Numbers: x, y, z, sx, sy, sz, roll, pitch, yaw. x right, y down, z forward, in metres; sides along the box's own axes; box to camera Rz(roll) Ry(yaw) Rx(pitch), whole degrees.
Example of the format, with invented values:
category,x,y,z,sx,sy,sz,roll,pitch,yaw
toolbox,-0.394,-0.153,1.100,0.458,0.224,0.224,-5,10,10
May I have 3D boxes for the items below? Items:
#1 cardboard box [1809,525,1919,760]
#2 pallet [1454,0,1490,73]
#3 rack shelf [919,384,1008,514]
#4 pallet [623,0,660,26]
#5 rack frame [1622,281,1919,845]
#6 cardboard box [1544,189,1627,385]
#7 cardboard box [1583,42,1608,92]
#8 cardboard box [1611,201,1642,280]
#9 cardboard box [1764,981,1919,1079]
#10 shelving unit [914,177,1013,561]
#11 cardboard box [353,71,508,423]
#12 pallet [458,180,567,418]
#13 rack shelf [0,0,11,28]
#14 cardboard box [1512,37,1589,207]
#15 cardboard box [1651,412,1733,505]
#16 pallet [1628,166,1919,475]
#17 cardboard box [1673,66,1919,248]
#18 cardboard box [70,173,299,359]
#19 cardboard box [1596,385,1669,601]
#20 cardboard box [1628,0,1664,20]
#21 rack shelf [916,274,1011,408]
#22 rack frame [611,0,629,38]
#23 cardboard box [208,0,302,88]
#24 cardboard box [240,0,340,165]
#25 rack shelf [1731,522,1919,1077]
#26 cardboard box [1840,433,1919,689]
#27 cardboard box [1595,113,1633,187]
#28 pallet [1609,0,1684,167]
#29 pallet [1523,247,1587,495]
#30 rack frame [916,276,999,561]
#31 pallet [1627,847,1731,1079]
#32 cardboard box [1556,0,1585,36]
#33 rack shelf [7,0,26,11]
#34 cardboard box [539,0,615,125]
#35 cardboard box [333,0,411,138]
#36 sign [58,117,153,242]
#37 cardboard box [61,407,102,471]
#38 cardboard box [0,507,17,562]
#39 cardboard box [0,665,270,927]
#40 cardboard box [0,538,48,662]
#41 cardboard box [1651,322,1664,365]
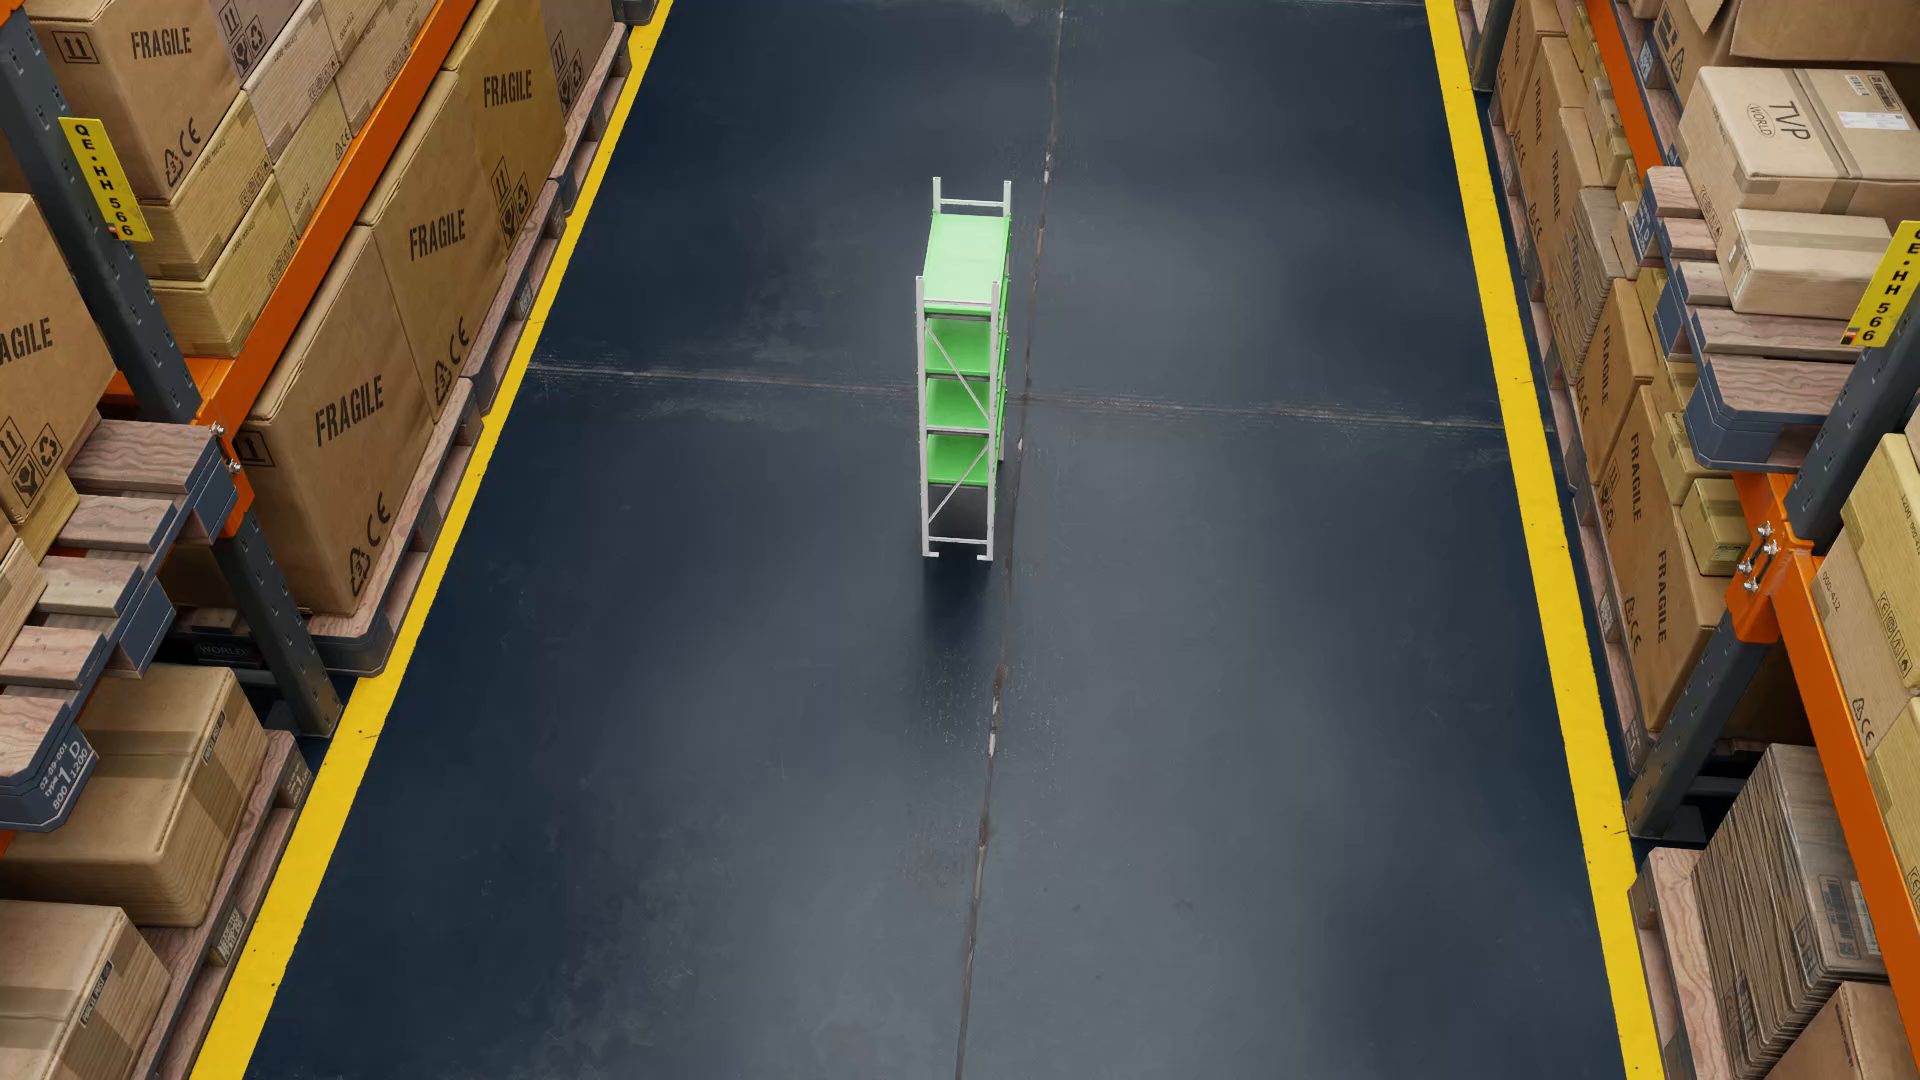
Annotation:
category,x,y,z,sx,sy,sz,roll,pitch,yaw
cardboard box,2.208,0.224,3.614,0.500,0.250,0.500,4,48,4
pallet,2.920,-2.639,8.021,1.003,0.211,1.213,4,48,4
rack shelf,0.015,-0.322,5.643,0.258,0.148,0.480,4,48,4
pallet,-1.940,-3.019,8.368,1.003,0.211,1.213,4,48,4
rack frame,2.492,-0.136,3.842,1.000,3.000,0.127,4,48,4
cardboard box,2.446,-0.894,5.945,0.500,0.500,0.500,2,48,2
cardboard box,2.587,-1.747,6.285,0.380,0.149,0.250,3,48,3
cardboard box,2.433,-1.006,5.607,0.380,0.149,0.250,2,48,2
cardboard box,2.369,1.461,3.705,0.875,0.625,0.625,5,48,5
shelving unit,0.015,-0.527,5.419,0.258,1.200,0.503,4,48,4
cardboard box,-2.221,-1.049,5.832,0.875,0.875,0.875,4,48,4
pallet,-2.191,-0.995,6.517,1.003,0.211,1.213,4,48,4
rack shelf,-2.634,0.233,1.959,1.077,0.370,4.000,4,48,4
cardboard box,2.549,-1.642,6.628,0.500,0.500,0.500,3,48,3
cardboard box,2.278,-0.236,4.903,0.380,0.149,0.250,2,48,2
pallet,2.484,-0.574,4.373,1.213,0.211,1.003,4,48,4
cardboard box,2.265,-1.025,4.471,0.500,0.250,0.500,2,48,2
cardboard box,-2.157,-0.760,4.514,0.500,0.250,0.500,3,48,3
cardboard box,2.372,-0.127,5.243,0.500,0.500,0.500,3,48,3
cardboard box,2.471,-1.954,5.152,0.700,0.500,0.500,4,48,3
rack shelf,0.015,-0.645,5.289,0.258,0.148,0.480,4,48,4
rack frame,-2.087,-3.407,6.833,1.000,3.000,0.127,4,48,4
cardboard box,-2.128,-1.550,4.389,0.500,0.500,0.500,4,48,4
cardboard box,-2.111,-1.321,4.688,0.500,0.250,0.500,5,48,4
rack shelf,2.309,1.576,2.763,1.077,0.370,4.000,4,48,4
cardboard box,2.183,0.053,3.431,0.500,0.250,0.500,4,48,3
cardboard box,2.502,-1.383,5.952,0.380,0.149,0.250,5,48,5
pallet,2.664,-1.501,5.220,1.003,0.211,1.213,4,48,4
pallet,2.711,-0.635,6.188,1.003,0.211,1.213,4,48,4
rack frame,-0.007,-0.347,5.255,0.240,1.200,0.015,4,48,4
pallet,2.378,1.407,4.320,1.003,0.211,1.213,4,48,4
cardboard box,2.610,-2.138,6.643,0.380,0.149,0.250,3,48,2
rack shelf,-2.269,-2.707,4.648,1.077,0.370,4.000,4,48,4
cardboard box,-2.064,-2.370,7.041,0.875,0.875,0.875,5,48,5
cardboard box,-2.074,-1.523,5.212,0.500,0.250,0.500,5,48,5
sign,-1.910,-0.802,3.720,0.100,0.325,0.005,4,48,4
cardboard box,-2.247,-0.268,3.848,0.380,0.149,0.250,5,48,5
cardboard box,-2.253,-0.010,3.172,0.500,0.500,0.500,3,48,3
cardboard box,-2.513,0.692,4.580,0.950,0.372,0.625,1,48,1
cardboard box,-2.178,0.122,3.491,0.380,0.149,0.250,4,48,3
cardboard box,2.416,-0.618,5.252,0.380,0.149,0.250,5,48,5
